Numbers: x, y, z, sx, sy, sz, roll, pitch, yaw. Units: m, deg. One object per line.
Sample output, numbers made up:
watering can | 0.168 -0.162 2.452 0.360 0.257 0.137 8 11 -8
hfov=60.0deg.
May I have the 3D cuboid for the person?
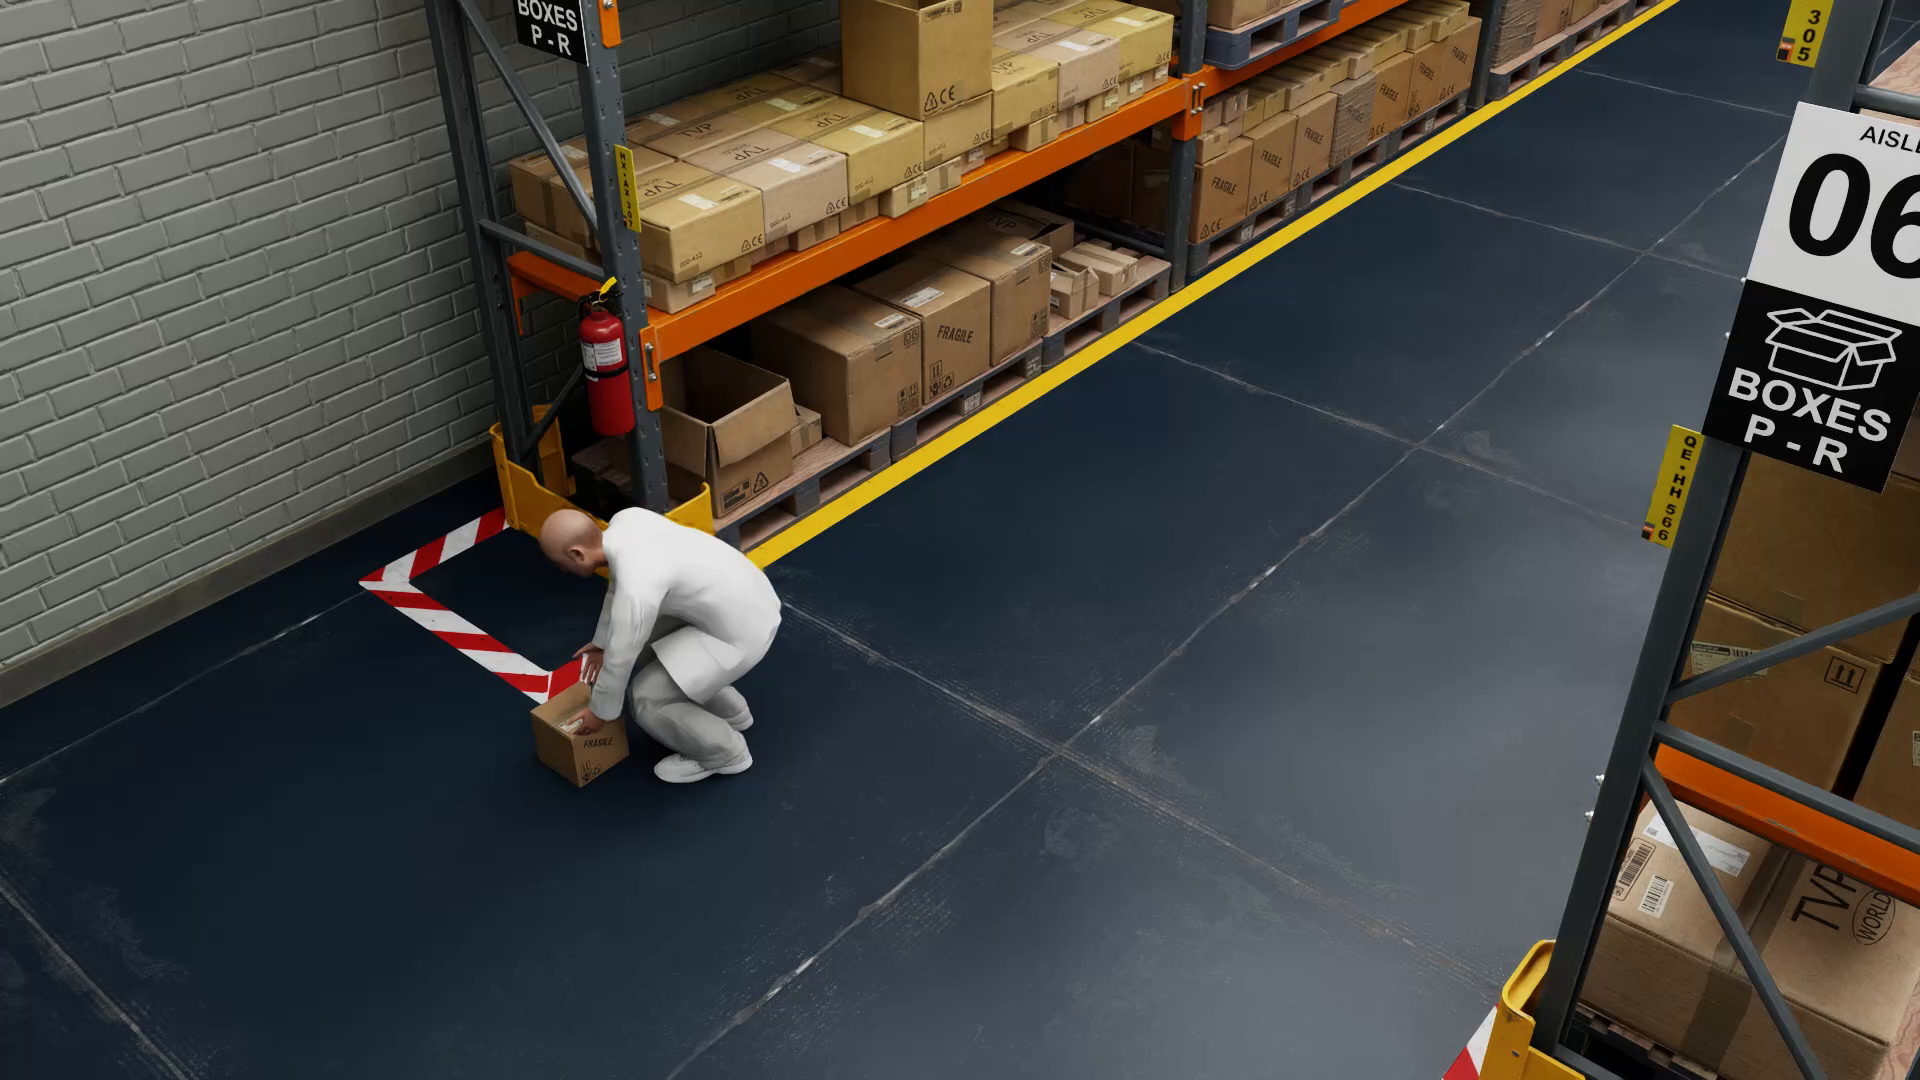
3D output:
person | -1.071 0.361 6.173 0.822 1.167 0.625 -4 35 -5
